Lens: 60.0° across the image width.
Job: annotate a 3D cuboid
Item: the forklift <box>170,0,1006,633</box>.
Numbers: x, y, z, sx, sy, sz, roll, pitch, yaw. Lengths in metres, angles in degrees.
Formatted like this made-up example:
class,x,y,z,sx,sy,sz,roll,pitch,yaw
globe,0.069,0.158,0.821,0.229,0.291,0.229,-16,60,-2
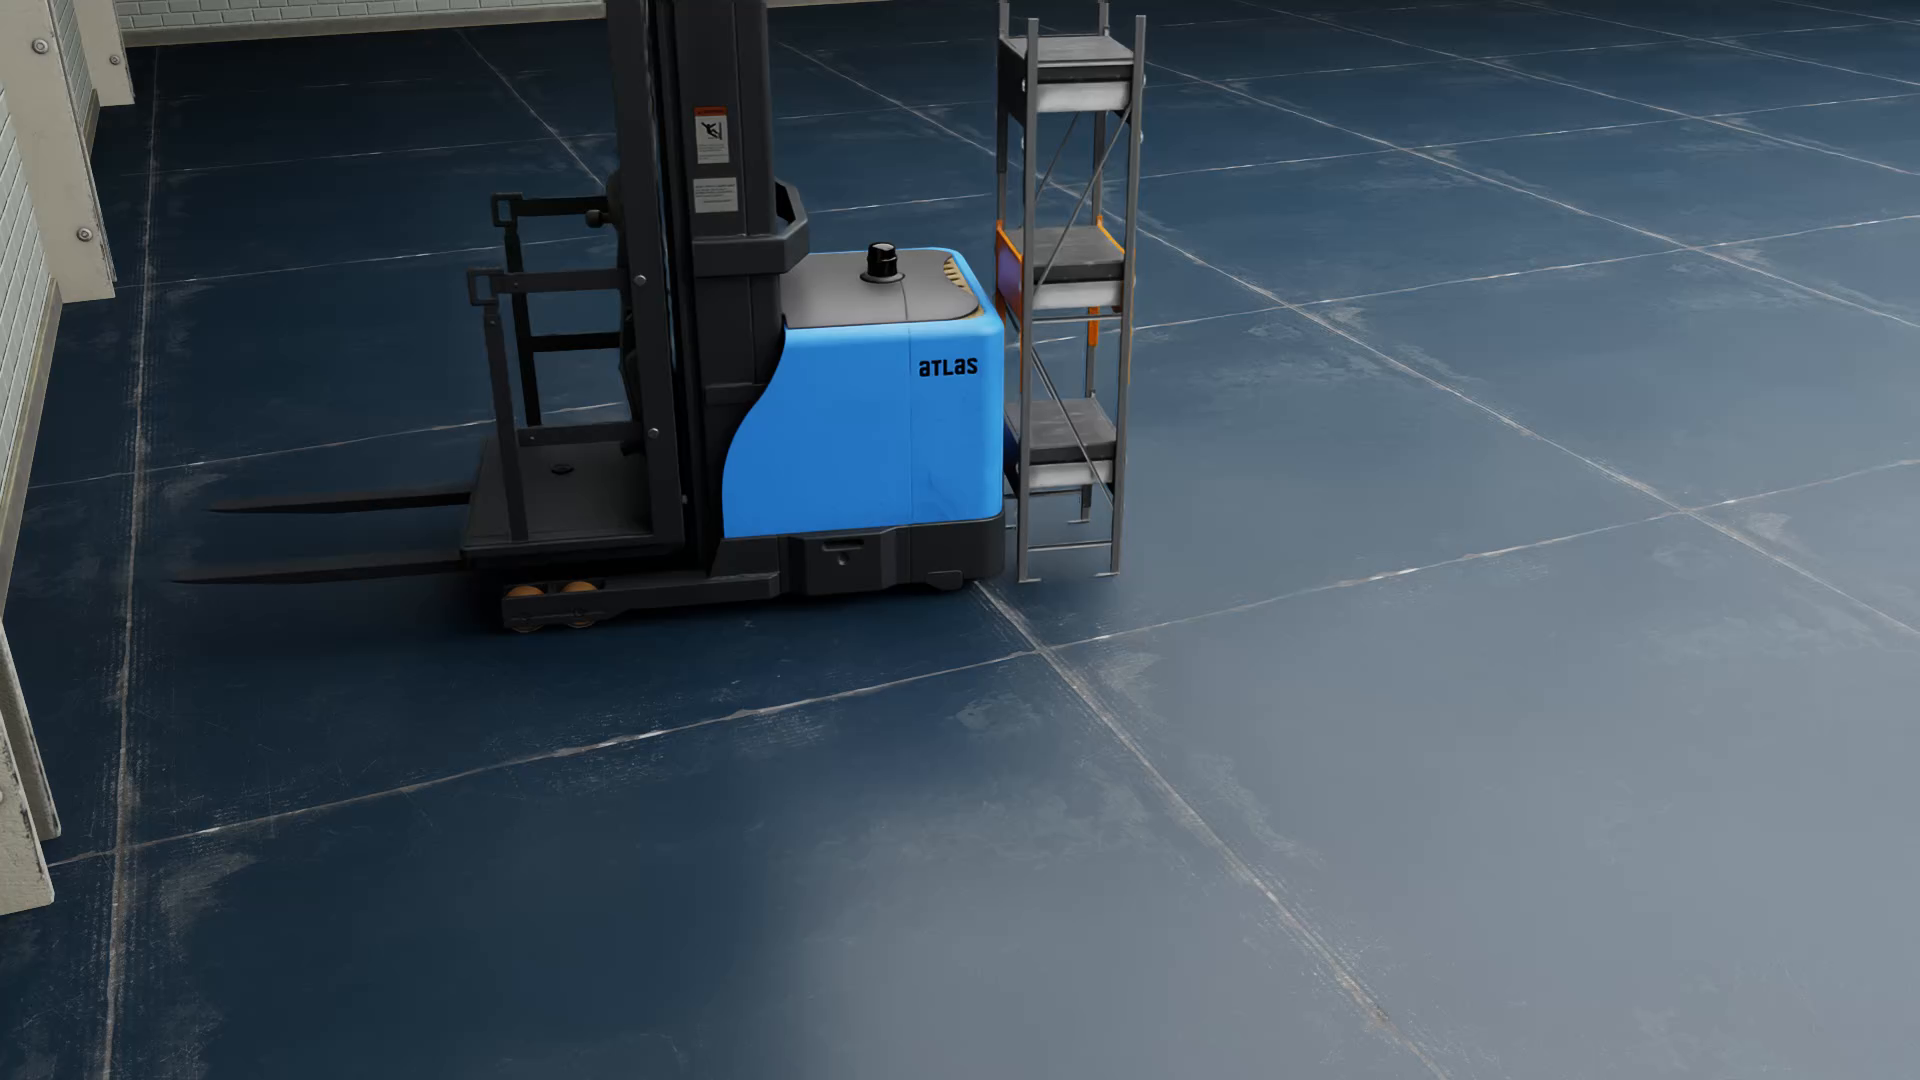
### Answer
class,x,y,z,sx,sy,sz,roll,pitch,yaw
forklift,-1.392,-1.231,5.930,3.031,2.935,1.130,-4,26,-9

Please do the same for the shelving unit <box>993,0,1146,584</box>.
class,x,y,z,sx,sy,sz,roll,pitch,yaw
shelving unit,0.380,-0.897,6.194,0.431,2.100,0.503,-4,26,-9

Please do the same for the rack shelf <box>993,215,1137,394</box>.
class,x,y,z,sx,sy,sz,roll,pitch,yaw
rack shelf,0.380,-0.885,6.200,0.431,0.518,0.480,-4,26,-9

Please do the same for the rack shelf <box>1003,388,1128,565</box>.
class,x,y,z,sx,sy,sz,roll,pitch,yaw
rack shelf,0.380,-0.256,6.507,0.431,0.518,0.480,-4,26,-9

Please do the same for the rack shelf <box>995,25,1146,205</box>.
class,x,y,z,sx,sy,sz,roll,pitch,yaw
rack shelf,0.380,-1.514,5.892,0.431,0.518,0.480,-4,26,-9

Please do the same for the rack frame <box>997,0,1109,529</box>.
class,x,y,z,sx,sy,sz,roll,pitch,yaw
rack frame,0.338,-1.002,6.410,0.400,2.100,0.015,-4,26,-9

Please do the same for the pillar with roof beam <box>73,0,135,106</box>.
class,x,y,z,sx,sy,sz,roll,pitch,yaw
pillar with roof beam,-3.501,-8.663,14.236,9.100,9.000,0.400,-11,28,-21

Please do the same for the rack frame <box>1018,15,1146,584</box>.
class,x,y,z,sx,sy,sz,roll,pitch,yaw
rack frame,0.422,-0.791,5.978,0.400,2.100,0.015,-4,26,-9

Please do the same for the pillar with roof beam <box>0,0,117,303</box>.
class,x,y,z,sx,sy,sz,roll,pitch,yaw
pillar with roof beam,-1.151,-6.240,9.275,9.100,9.000,0.400,-11,28,-21
